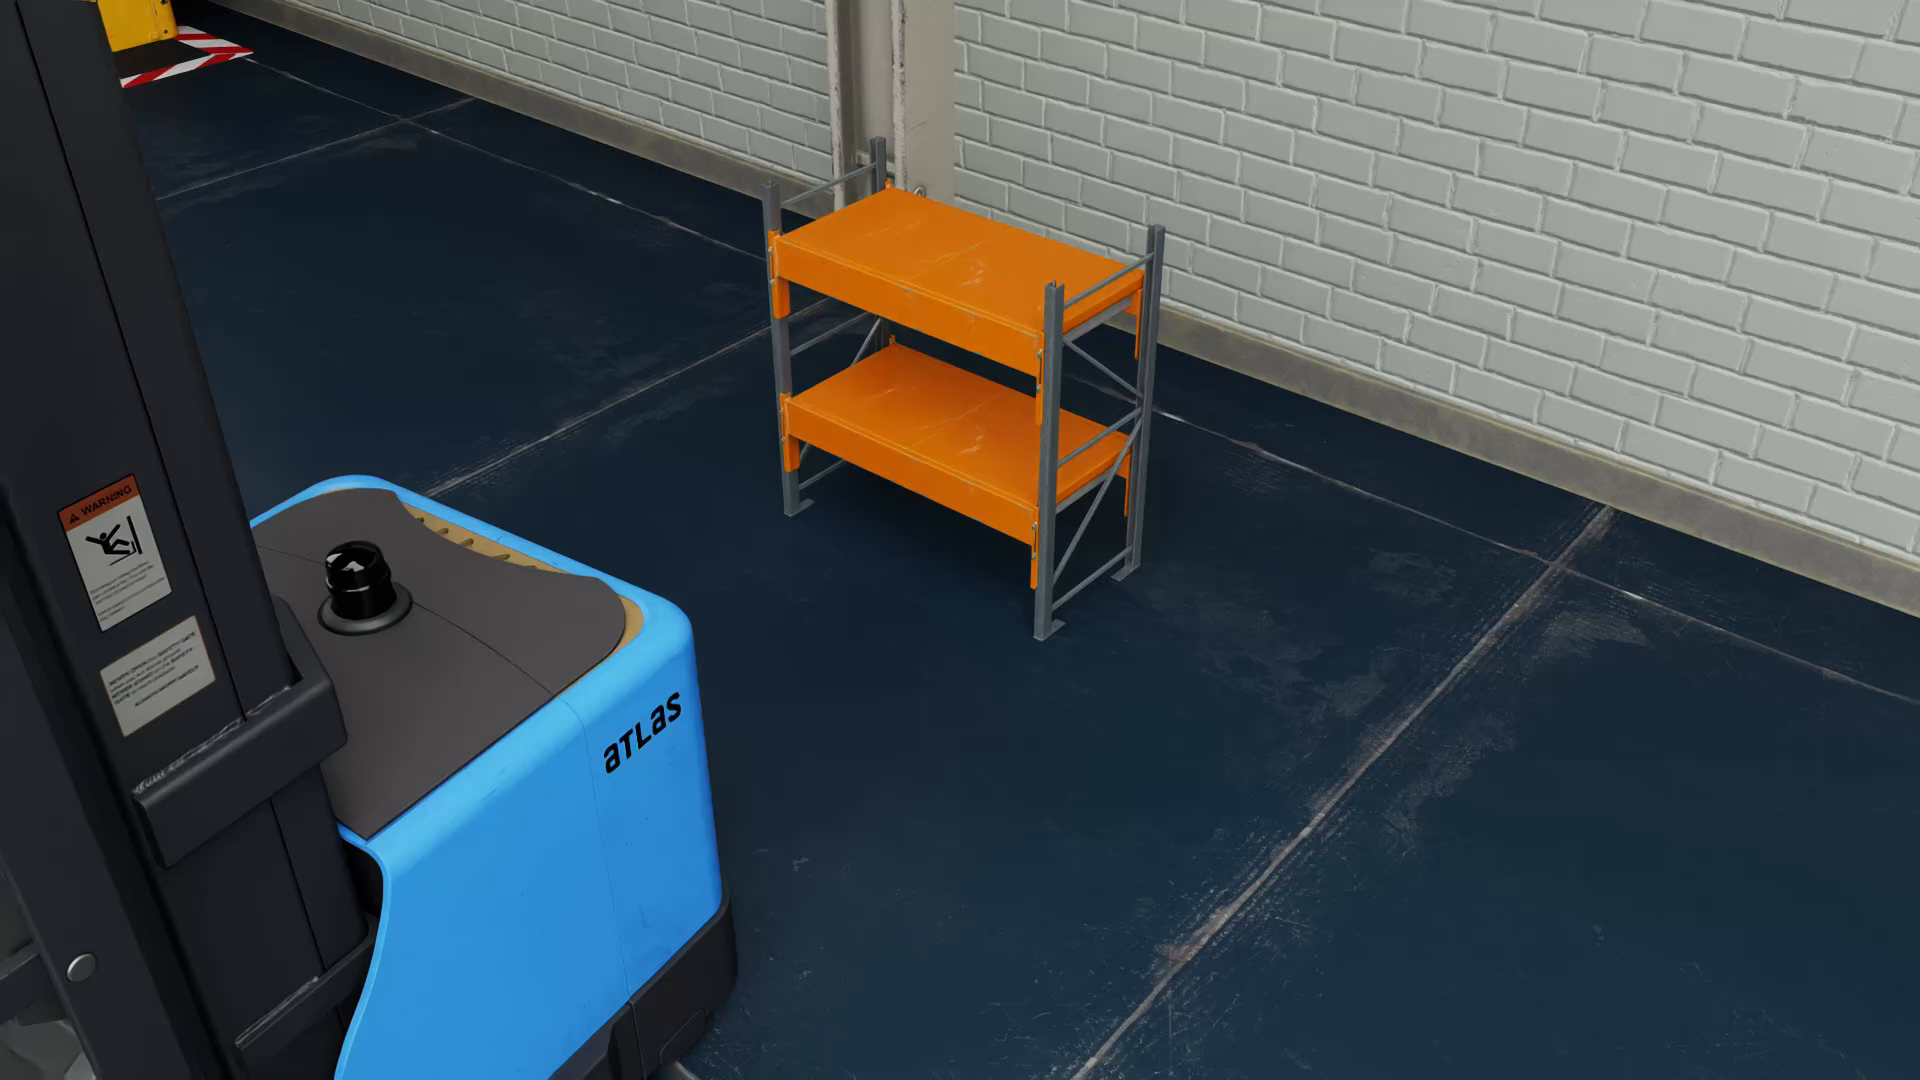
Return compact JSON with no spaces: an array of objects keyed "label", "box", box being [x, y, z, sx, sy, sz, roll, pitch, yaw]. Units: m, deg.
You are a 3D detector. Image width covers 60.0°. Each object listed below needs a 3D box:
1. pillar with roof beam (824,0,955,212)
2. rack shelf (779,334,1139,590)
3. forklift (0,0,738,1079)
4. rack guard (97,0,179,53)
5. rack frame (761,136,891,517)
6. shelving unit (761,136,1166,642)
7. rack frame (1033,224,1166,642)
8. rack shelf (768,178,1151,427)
[{"label":"pillar with roof beam","box":[-3.023,-2.983,1.645,0.400,9.000,9.100,25,42,32]},{"label":"rack shelf","box":[-0.005,-0.265,5.074,1.000,0.278,0.538,25,42,32]},{"label":"forklift","box":[-1.715,0.362,2.134,1.130,2.935,3.031,20,39,26]},{"label":"rack guard","box":[-4.903,-2.873,8.992,0.348,0.500,1.175,25,42,32]},{"label":"rack frame","box":[-0.396,-0.650,5.203,0.032,1.125,0.500,25,42,32]},{"label":"shelving unit","box":[-0.005,-0.466,4.935,1.048,1.125,0.538,25,42,32]},{"label":"rack frame","box":[0.385,-0.282,4.667,0.032,1.125,0.500,25,42,32]},{"label":"rack shelf","box":[-0.005,-0.707,4.769,1.000,0.278,0.538,25,42,32]}]
